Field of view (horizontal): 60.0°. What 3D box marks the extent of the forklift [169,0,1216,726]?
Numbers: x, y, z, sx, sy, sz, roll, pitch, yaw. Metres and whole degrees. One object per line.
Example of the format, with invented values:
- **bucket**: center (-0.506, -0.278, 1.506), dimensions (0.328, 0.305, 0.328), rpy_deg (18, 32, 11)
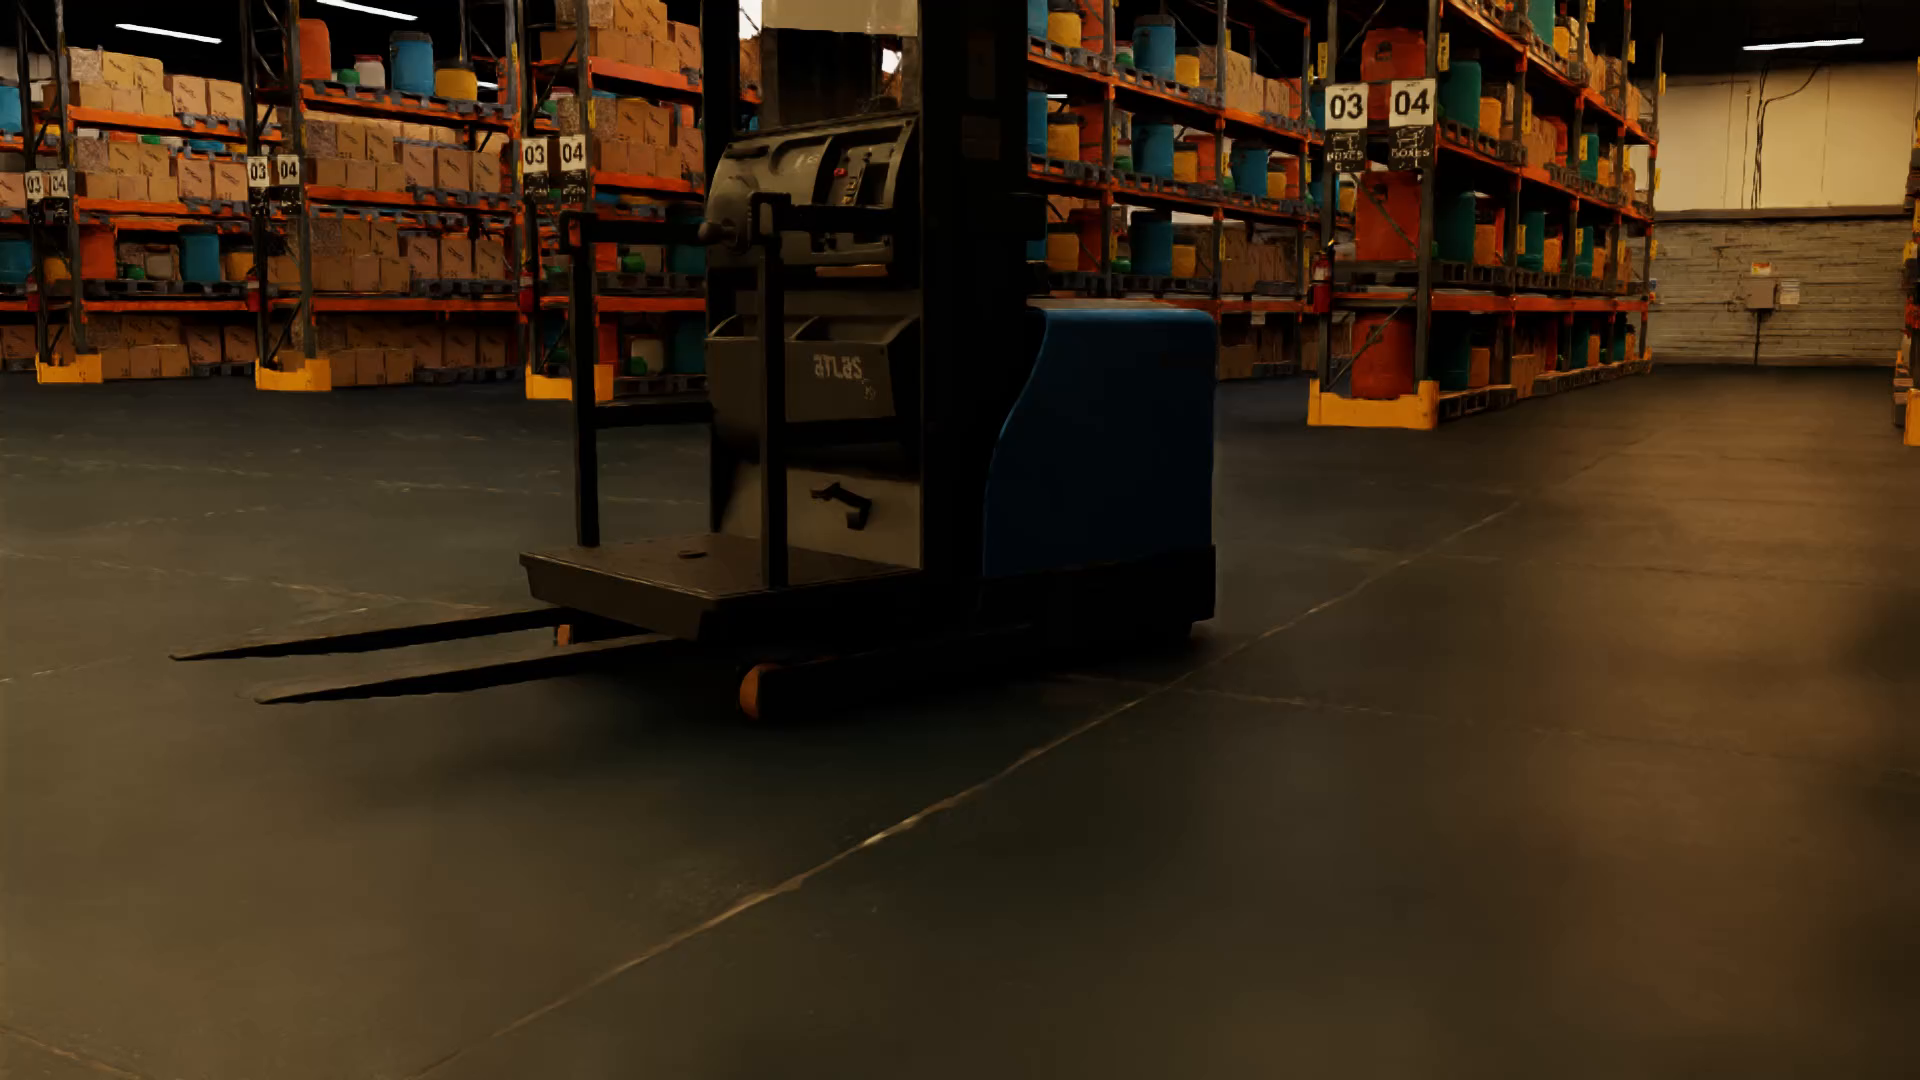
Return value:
- **forklift**: center (-0.604, -1.049, 4.695), dimensions (3.031, 2.935, 1.130), rpy_deg (-7, 10, -41)
